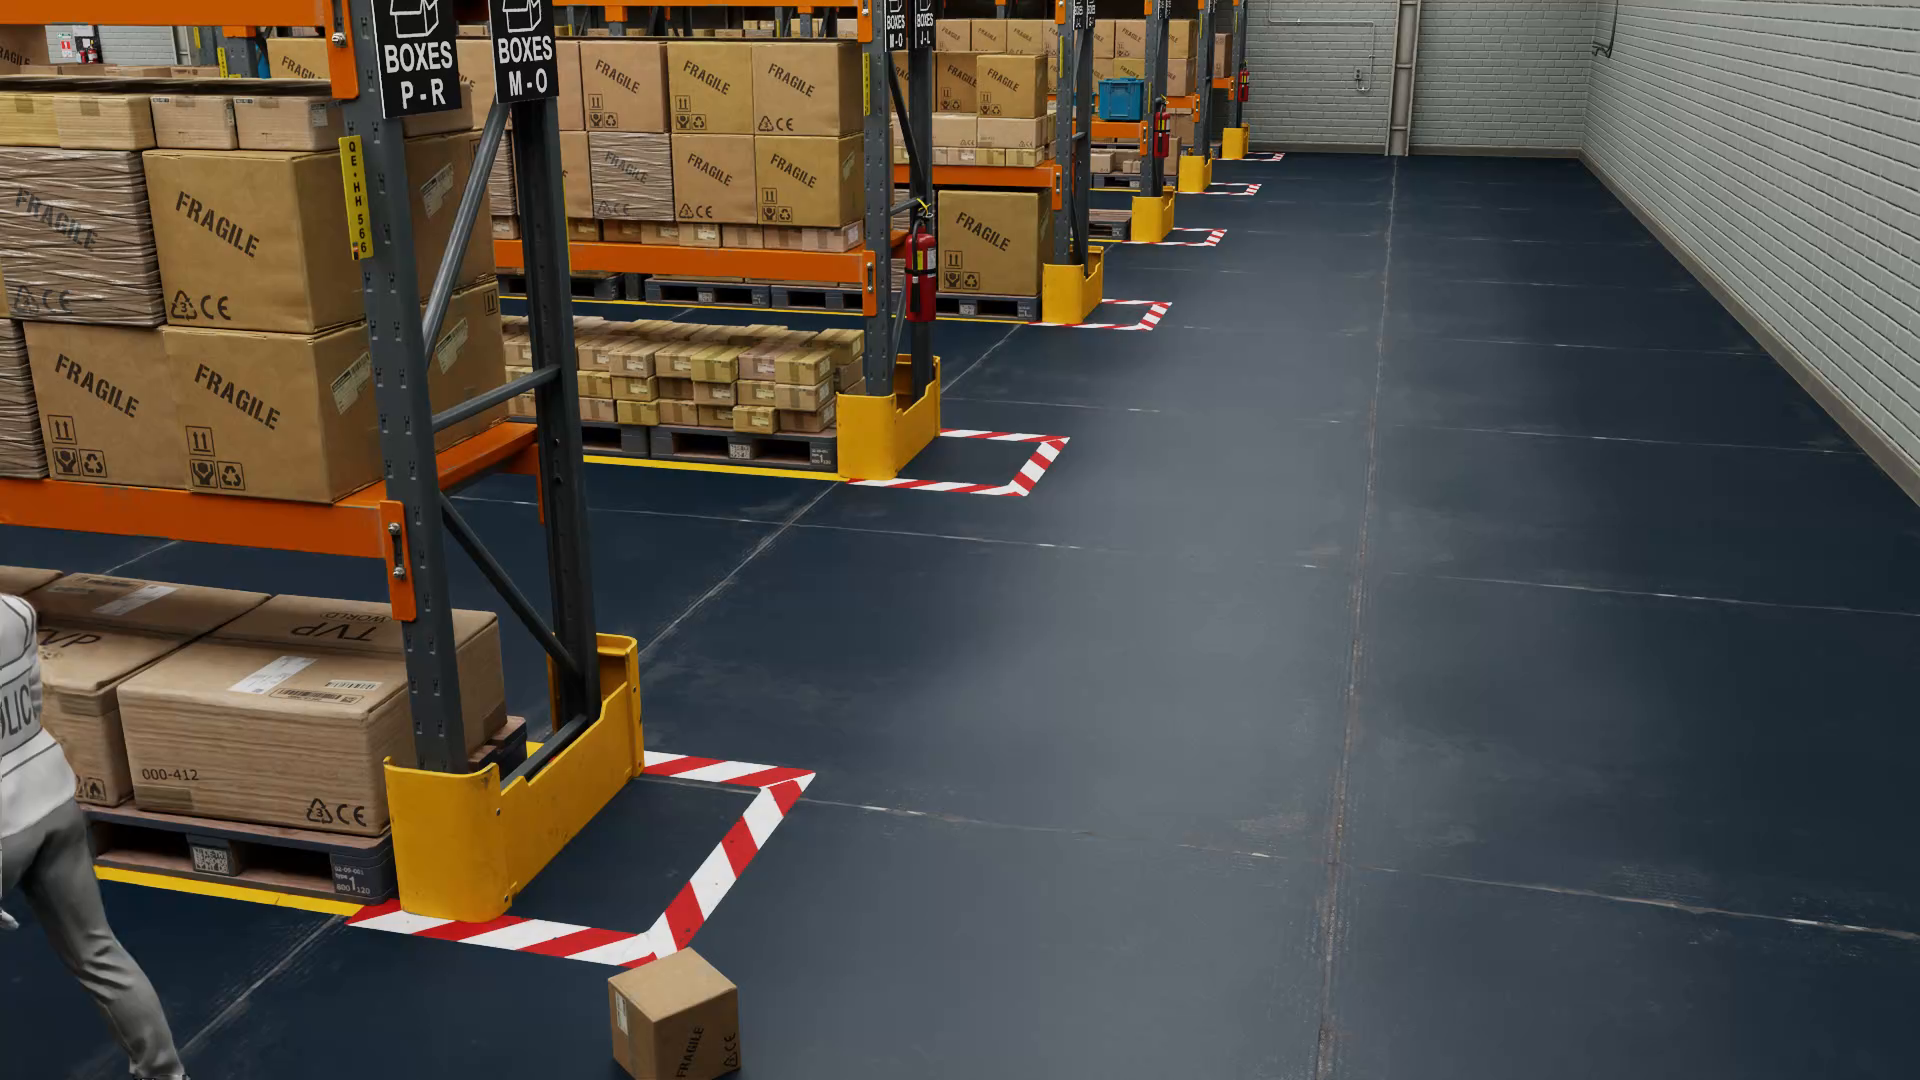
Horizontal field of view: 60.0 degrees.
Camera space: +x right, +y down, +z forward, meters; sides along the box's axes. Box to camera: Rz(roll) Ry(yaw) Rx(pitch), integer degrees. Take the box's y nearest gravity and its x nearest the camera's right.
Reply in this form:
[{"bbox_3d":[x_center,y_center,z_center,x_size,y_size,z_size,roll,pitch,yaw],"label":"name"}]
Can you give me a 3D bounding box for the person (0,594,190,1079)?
[{"bbox_3d":[-2.362,0.666,3.983,0.921,1.634,0.507,3,19,9],"label":"person"}]
